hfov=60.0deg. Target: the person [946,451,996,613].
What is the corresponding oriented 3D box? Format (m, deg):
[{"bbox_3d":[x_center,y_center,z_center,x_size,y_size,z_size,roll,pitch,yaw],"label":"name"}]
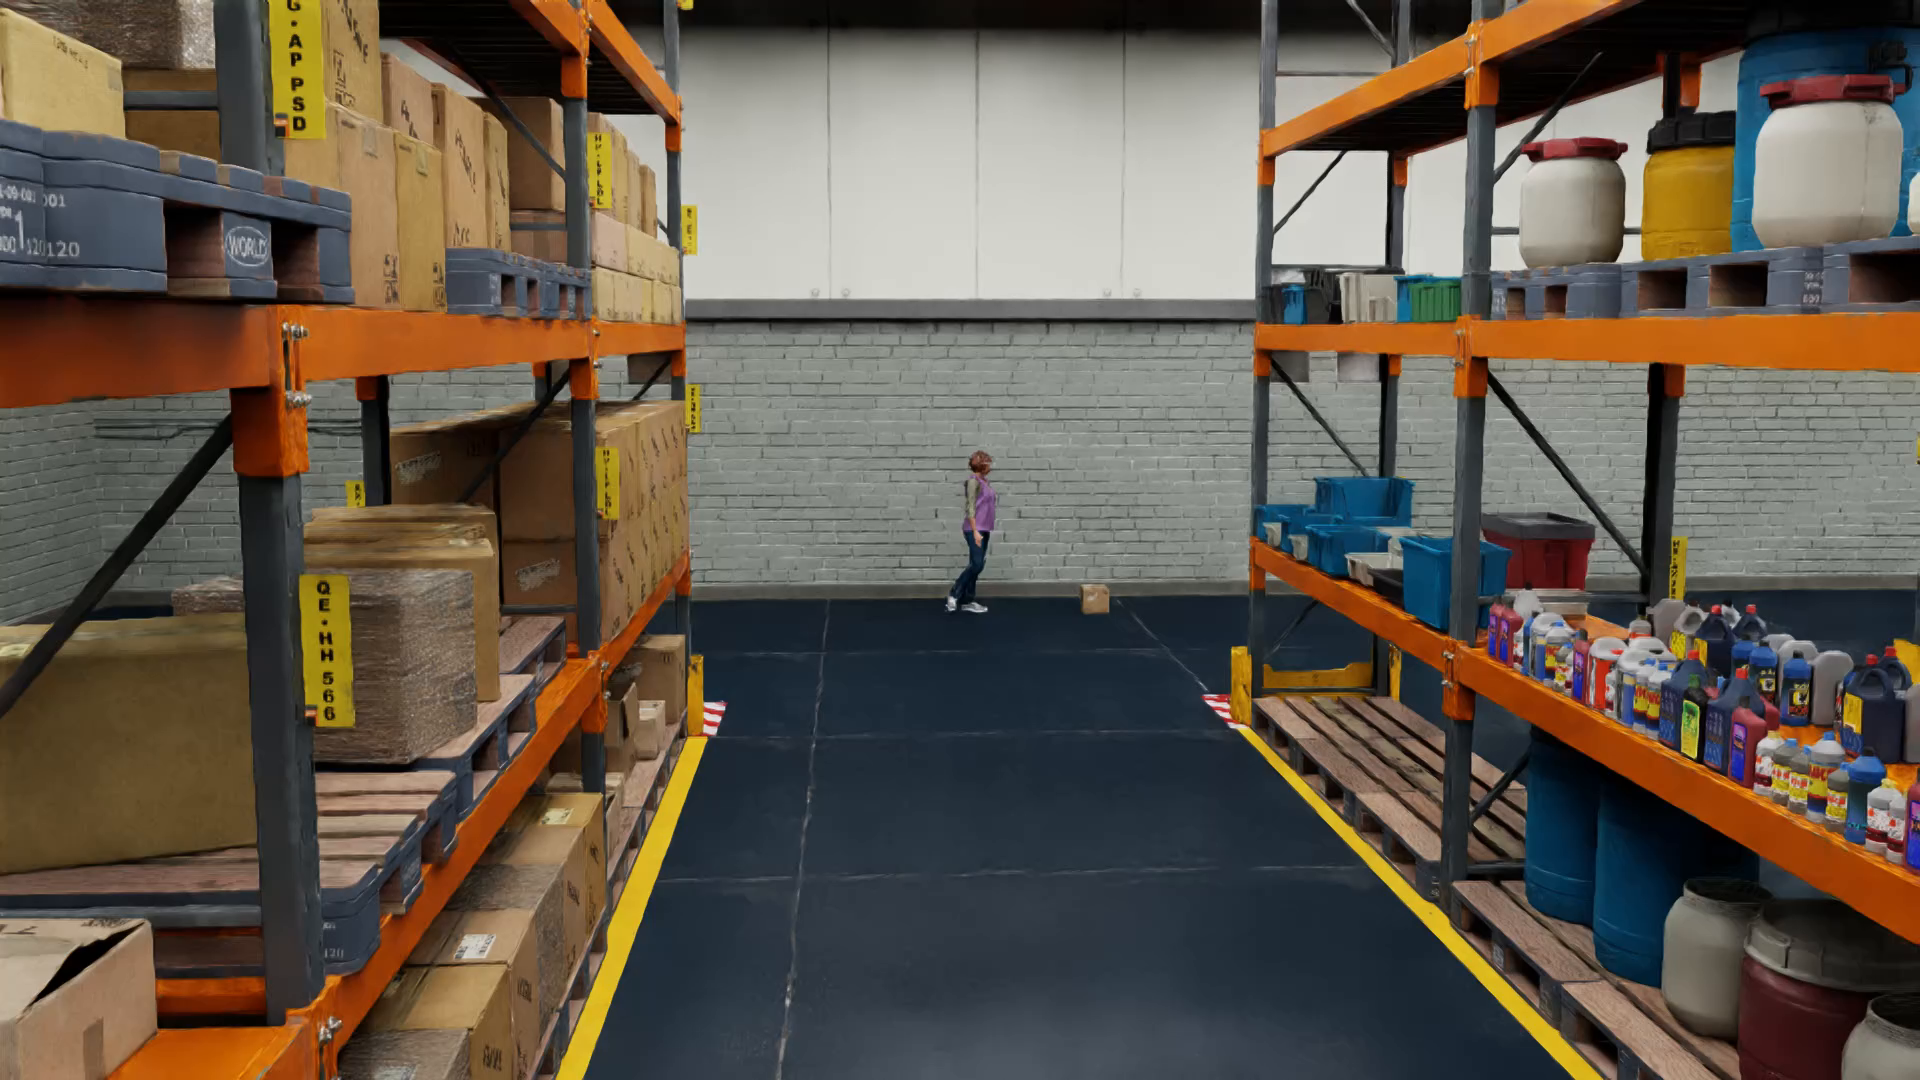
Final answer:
[{"bbox_3d":[0.106,-0.073,16.259,0.420,1.590,0.580,3,8,21],"label":"person"}]
